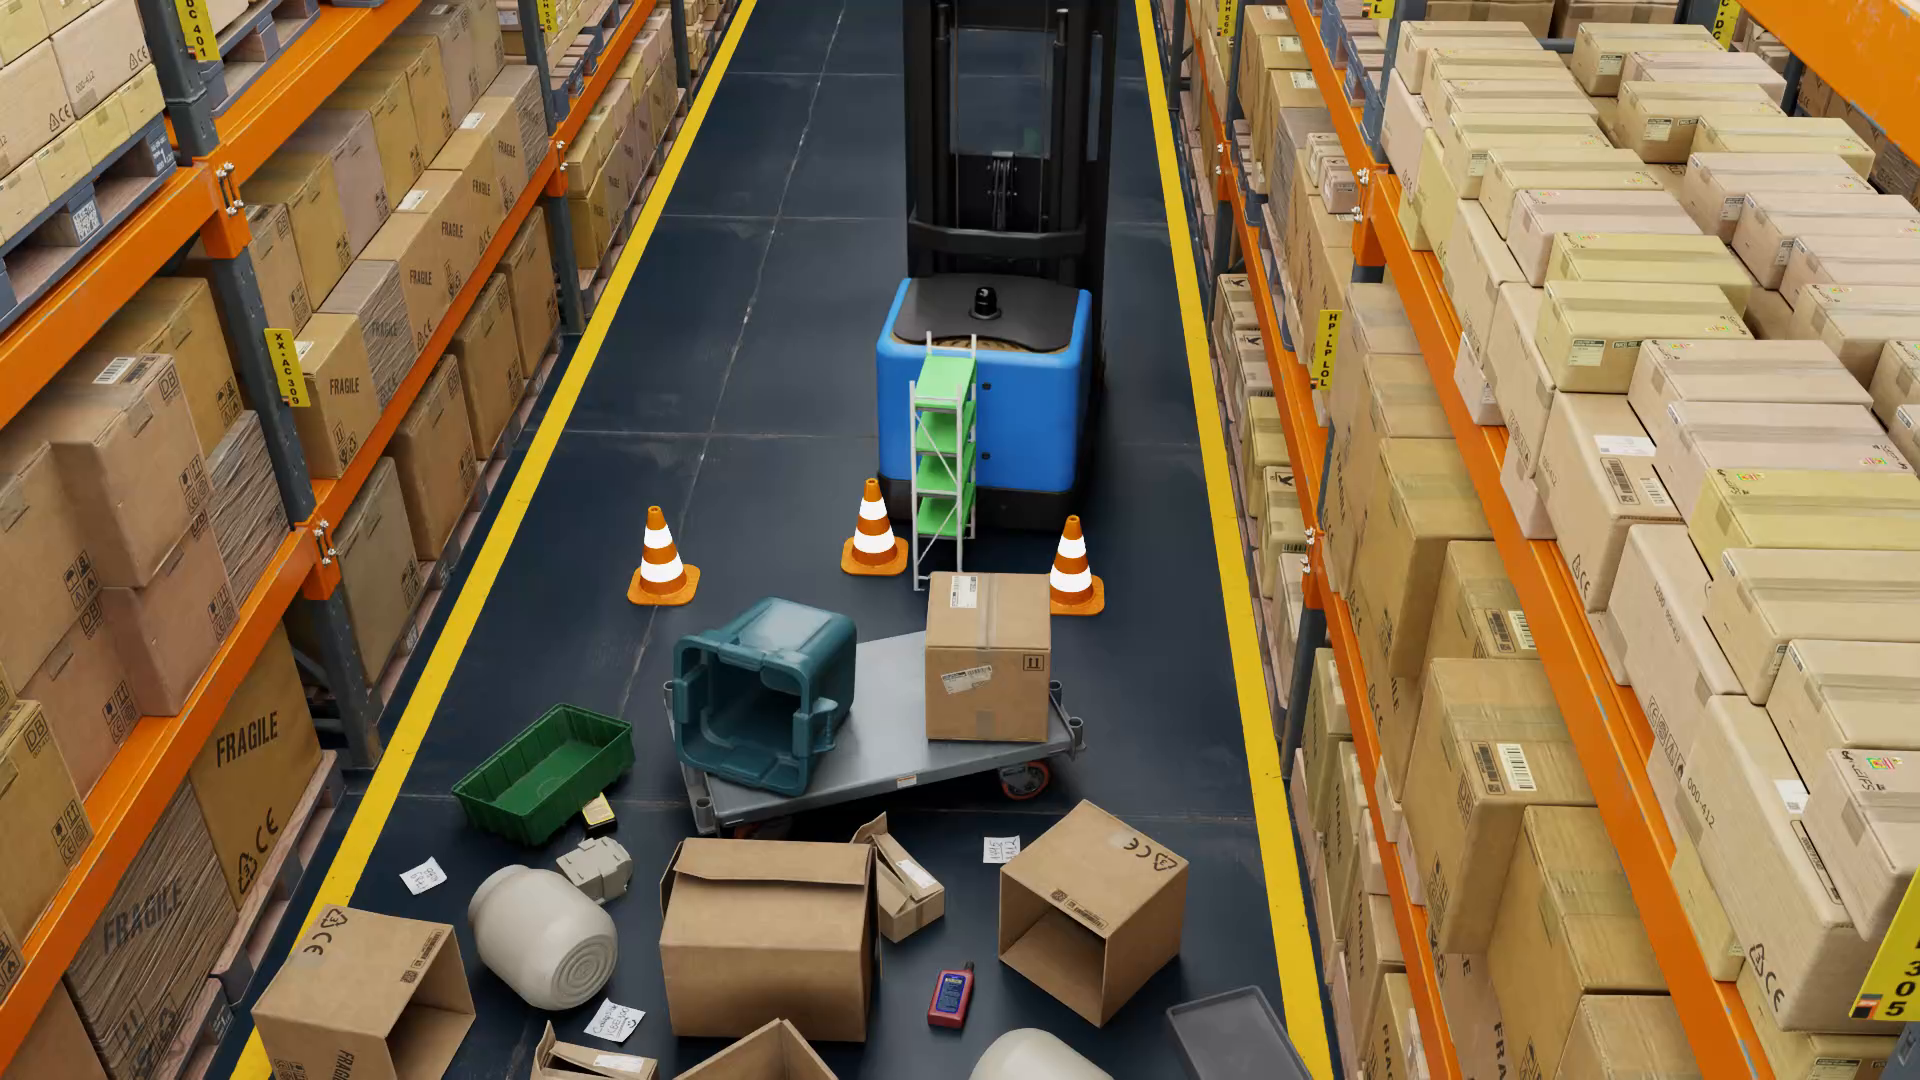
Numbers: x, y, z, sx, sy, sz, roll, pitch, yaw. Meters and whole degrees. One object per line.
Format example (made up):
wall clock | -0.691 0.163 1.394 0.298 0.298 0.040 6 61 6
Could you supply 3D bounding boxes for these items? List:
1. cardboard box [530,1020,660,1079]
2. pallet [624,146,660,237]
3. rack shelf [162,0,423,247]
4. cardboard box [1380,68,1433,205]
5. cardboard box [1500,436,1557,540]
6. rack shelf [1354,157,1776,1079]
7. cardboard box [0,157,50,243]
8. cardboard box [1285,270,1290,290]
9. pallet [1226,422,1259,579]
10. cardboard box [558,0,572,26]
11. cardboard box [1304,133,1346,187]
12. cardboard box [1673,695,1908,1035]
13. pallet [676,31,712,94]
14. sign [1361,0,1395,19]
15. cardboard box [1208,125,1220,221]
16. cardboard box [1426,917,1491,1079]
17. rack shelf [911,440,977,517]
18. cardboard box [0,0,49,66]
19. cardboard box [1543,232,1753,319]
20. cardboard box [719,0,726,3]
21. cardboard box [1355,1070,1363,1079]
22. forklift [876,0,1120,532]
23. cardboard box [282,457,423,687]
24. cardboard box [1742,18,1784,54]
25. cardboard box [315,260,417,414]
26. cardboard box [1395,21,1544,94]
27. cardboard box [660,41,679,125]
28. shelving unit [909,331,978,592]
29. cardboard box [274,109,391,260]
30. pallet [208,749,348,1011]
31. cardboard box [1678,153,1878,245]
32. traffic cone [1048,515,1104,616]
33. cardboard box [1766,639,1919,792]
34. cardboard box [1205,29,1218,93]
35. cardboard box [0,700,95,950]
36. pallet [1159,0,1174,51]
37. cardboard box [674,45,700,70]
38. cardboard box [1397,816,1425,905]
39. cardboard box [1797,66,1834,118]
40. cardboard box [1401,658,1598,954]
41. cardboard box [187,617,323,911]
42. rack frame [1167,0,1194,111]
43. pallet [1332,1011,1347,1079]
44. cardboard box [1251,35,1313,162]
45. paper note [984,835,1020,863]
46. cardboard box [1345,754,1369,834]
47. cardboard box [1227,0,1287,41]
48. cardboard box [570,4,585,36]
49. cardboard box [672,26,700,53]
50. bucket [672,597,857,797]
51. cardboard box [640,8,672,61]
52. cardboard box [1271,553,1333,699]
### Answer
cardboard box | -1.280 1.886 5.781 0.396 0.266 0.258 7 36 10
pallet | -2.806 -2.568 12.166 1.003 0.211 1.213 1 35 2
rack shelf | -2.971 -2.345 7.440 1.077 0.370 4.000 1 35 2
cardboard box | 1.608 -1.247 5.125 0.500 0.250 0.500 1 35 1
cardboard box | 1.491 -0.128 3.878 0.380 0.149 0.250 1 35 1
rack shelf | 1.819 0.010 4.090 1.077 0.370 4.000 1 35 2
cardboard box | -2.775 -0.943 4.586 0.380 0.149 0.250 1 35 2
cardboard box | 1.699 -1.163 7.595 0.380 0.149 0.250 1 35 2
pallet | 1.975 -0.216 8.819 1.003 0.211 1.213 1 35 2
cardboard box | -2.654 -3.334 10.425 0.380 0.149 0.250 0 35 0
cardboard box | 1.694 -1.631 7.133 0.380 0.149 0.250 0 35 0
cardboard box | 1.490 0.504 2.633 0.500 0.250 0.500 1 35 1
pallet | -2.738 -4.105 14.353 1.003 0.211 1.213 1 35 2
sign | 1.344 -1.817 5.272 0.100 0.325 0.005 1 35 2
cardboard box | 2.211 -2.714 11.432 0.875 0.875 0.875 2 35 2
cardboard box | 1.533 1.036 4.267 0.500 0.500 0.500 1 35 2
rack shelf | -0.076 -0.315 8.212 0.258 0.148 0.480 5 35 7
cardboard box | -2.768 -1.419 4.570 0.380 0.149 0.250 1 35 2
cardboard box | 1.581 -0.589 3.841 0.380 0.149 0.250 2 35 3
cardboard box | -2.363 -5.109 15.470 0.380 0.149 0.250 2 35 3
cardboard box | 1.546 1.976 5.301 0.500 0.250 0.500 0 35 0
forklift | 0.288 -2.080 9.106 1.130 2.935 3.031 5 35 7
cardboard box | -3.116 0.127 7.497 1.050 0.750 0.750 1 35 2
cardboard box | 6.924 -4.275 14.183 0.396 0.266 0.258 3 35 4
cardboard box | -2.741 -0.890 7.266 0.500 0.500 0.500 2 35 2
cardboard box | 1.560 -1.484 5.114 0.380 0.149 0.250 1 35 1
cardboard box | -2.508 -3.577 12.985 0.500 0.500 0.500 1 35 1
shelving unit | -0.076 -0.368 8.175 0.258 1.200 0.503 5 35 7
cardboard box | -2.998 -1.584 7.384 0.700 0.500 0.500 2 35 2
pallet | -3.160 1.313 6.643 1.003 0.211 1.213 1 35 2
cardboard box | 2.078 -0.871 4.243 0.380 0.149 0.250 1 35 1
traffic cone | 0.550 0.087 8.170 0.336 0.463 0.334 1 35 2
cardboard box | 1.506 0.293 2.587 0.380 0.149 0.250 2 35 3
cardboard box | 1.826 -3.034 10.534 0.500 0.250 0.500 2 35 3
cardboard box | -3.114 0.819 4.791 0.875 0.550 0.500 1 35 2
pallet | 2.375 -4.800 15.341 1.003 0.211 1.213 1 35 2
cardboard box | -2.394 -4.066 13.987 0.380 0.149 0.250 0 35 0
cardboard box | 1.523 0.950 4.954 0.380 0.149 0.250 1 35 2
cardboard box | 6.936 -3.567 12.971 0.500 0.500 0.500 3 35 4
cardboard box | 1.486 0.636 3.967 0.700 0.500 0.500 1 35 1
cardboard box | -3.146 0.795 6.439 0.875 0.875 0.875 2 35 3
rack frame | 2.221 -4.803 12.921 1.000 3.000 0.127 1 35 2
pallet | 1.861 2.024 5.632 1.003 0.211 1.213 1 35 2
cardboard box | 1.797 -2.286 8.629 0.500 0.500 0.500 3 35 4
paper note | 0.173 1.273 6.857 0.148 0.019 0.142 1 35 2
cardboard box | 1.522 0.873 5.655 0.380 0.149 0.250 3 35 4
cardboard box | 1.819 -3.258 9.766 0.500 0.500 0.500 0 35 1
cardboard box | -2.640 -3.346 10.702 0.380 0.149 0.250 3 35 4
cardboard box | -2.395 -4.187 13.900 0.380 0.149 0.250 3 35 4
bucket | -0.753 0.586 6.778 0.726 0.611 0.620 13 27 18
cardboard box | -2.507 -3.881 12.766 0.500 0.250 0.500 0 35 1
cardboard box | 1.918 0.396 7.444 0.950 0.372 0.625 2 35 2
